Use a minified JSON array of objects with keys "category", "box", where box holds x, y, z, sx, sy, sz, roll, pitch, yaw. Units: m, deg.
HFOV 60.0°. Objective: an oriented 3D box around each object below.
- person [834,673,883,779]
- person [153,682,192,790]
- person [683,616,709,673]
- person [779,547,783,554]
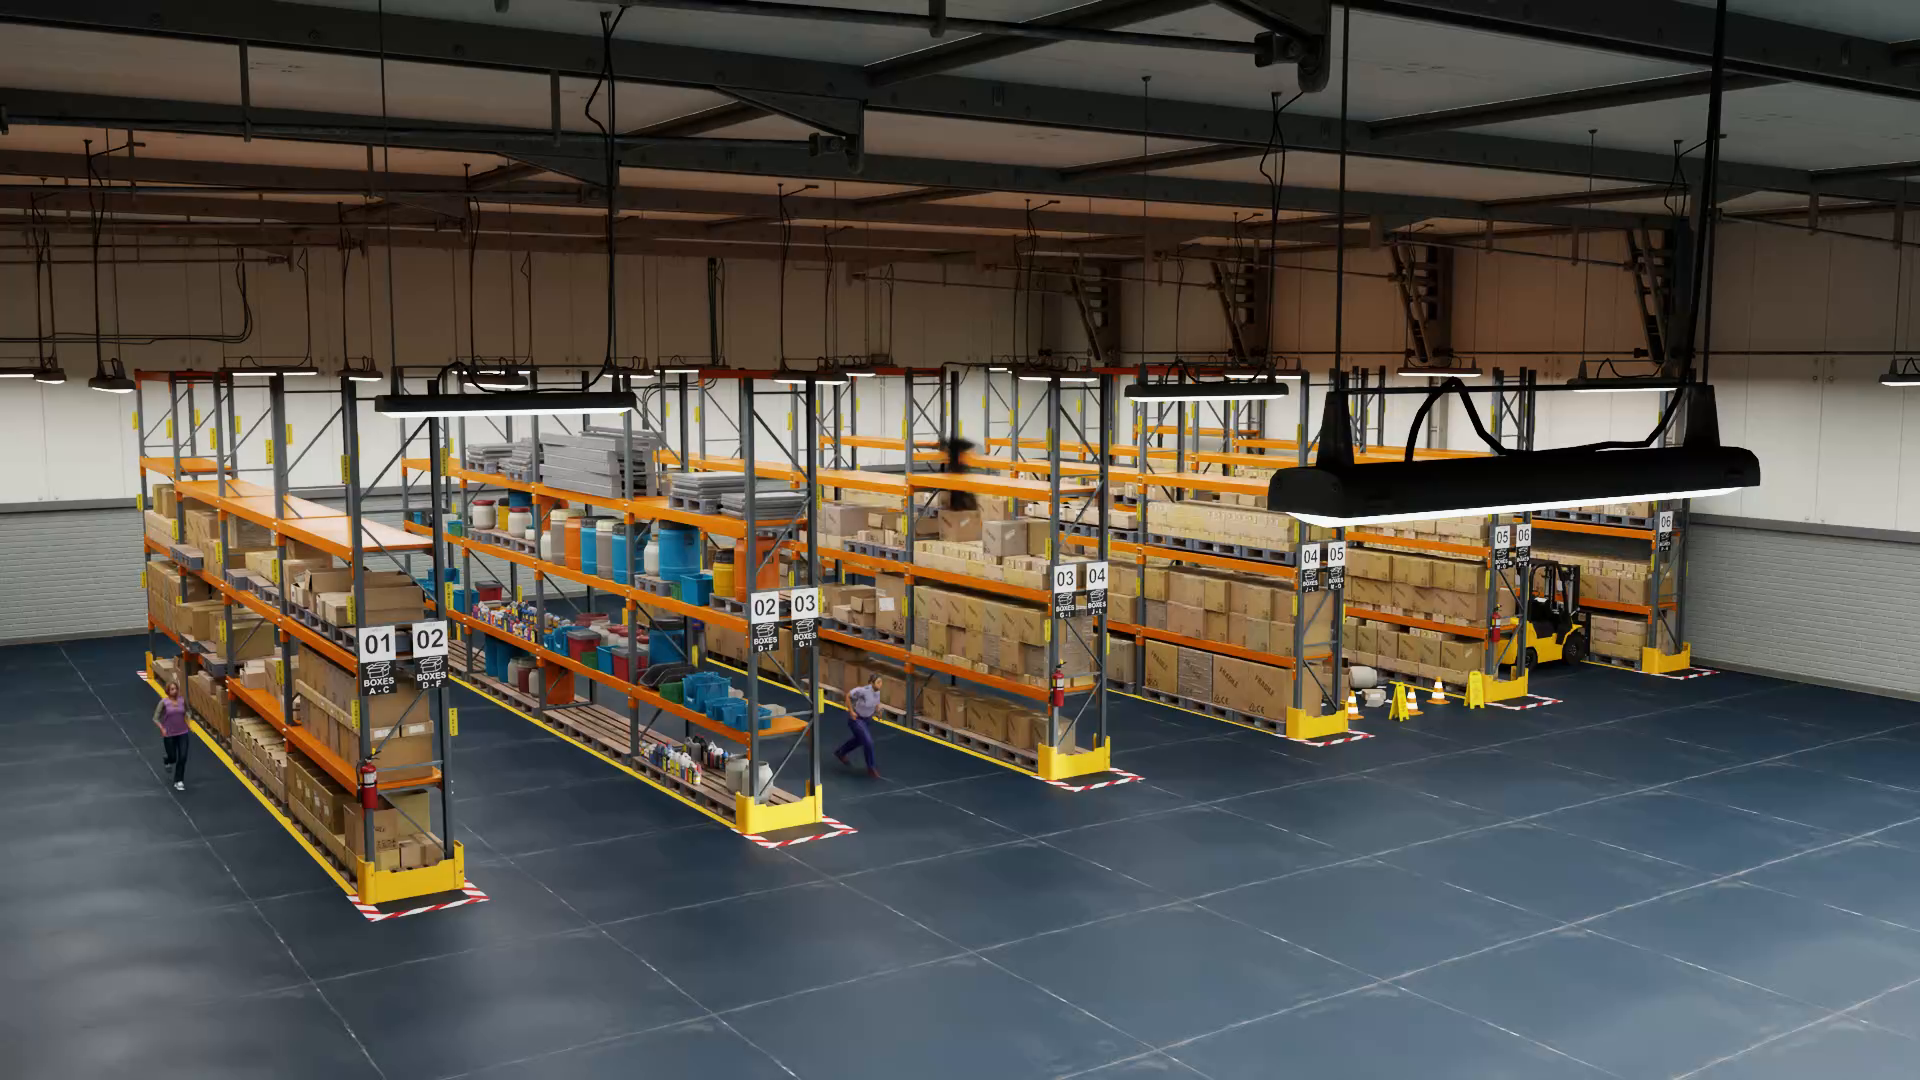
[{"category":"person","box":[-1.533,2.767,24.978,0.937,1.619,0.650,5,8,39]},{"category":"person","box":[-11.457,2.833,24.245,0.545,1.569,0.602,-5,8,-39]},{"category":"person","box":[-5.137,1.883,32.218,0.580,1.699,0.897,-3,7,-26]},{"category":"person","box":[-4.441,0.963,39.905,0.710,1.789,0.681,-1,7,-8]}]
